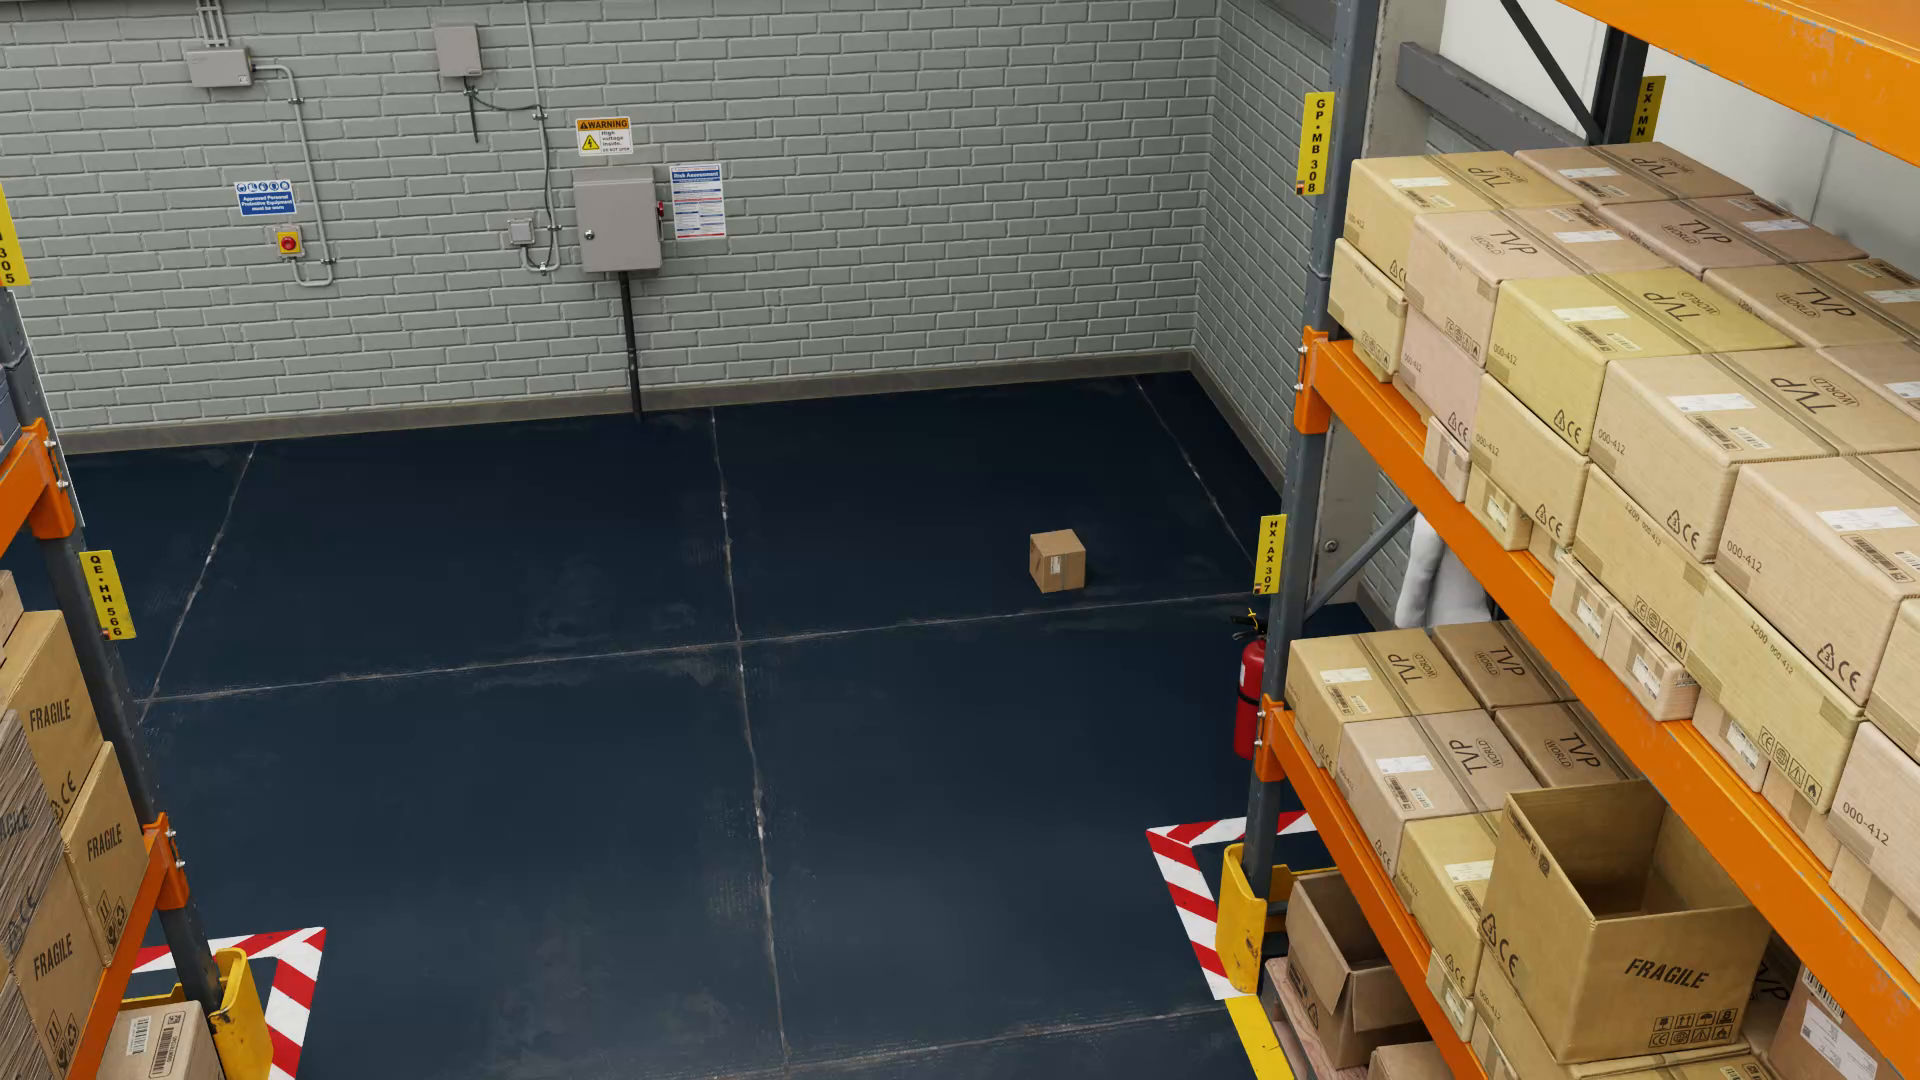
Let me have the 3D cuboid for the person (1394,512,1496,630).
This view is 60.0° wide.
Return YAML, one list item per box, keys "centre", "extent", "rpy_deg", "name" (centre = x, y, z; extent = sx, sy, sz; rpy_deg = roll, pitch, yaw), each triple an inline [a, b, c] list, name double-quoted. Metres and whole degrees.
- centre: [2.310, 0.296, 7.630]
  extent: [1.037, 1.704, 0.572]
  rpy_deg: [17, 34, 27]
  name: "person"
